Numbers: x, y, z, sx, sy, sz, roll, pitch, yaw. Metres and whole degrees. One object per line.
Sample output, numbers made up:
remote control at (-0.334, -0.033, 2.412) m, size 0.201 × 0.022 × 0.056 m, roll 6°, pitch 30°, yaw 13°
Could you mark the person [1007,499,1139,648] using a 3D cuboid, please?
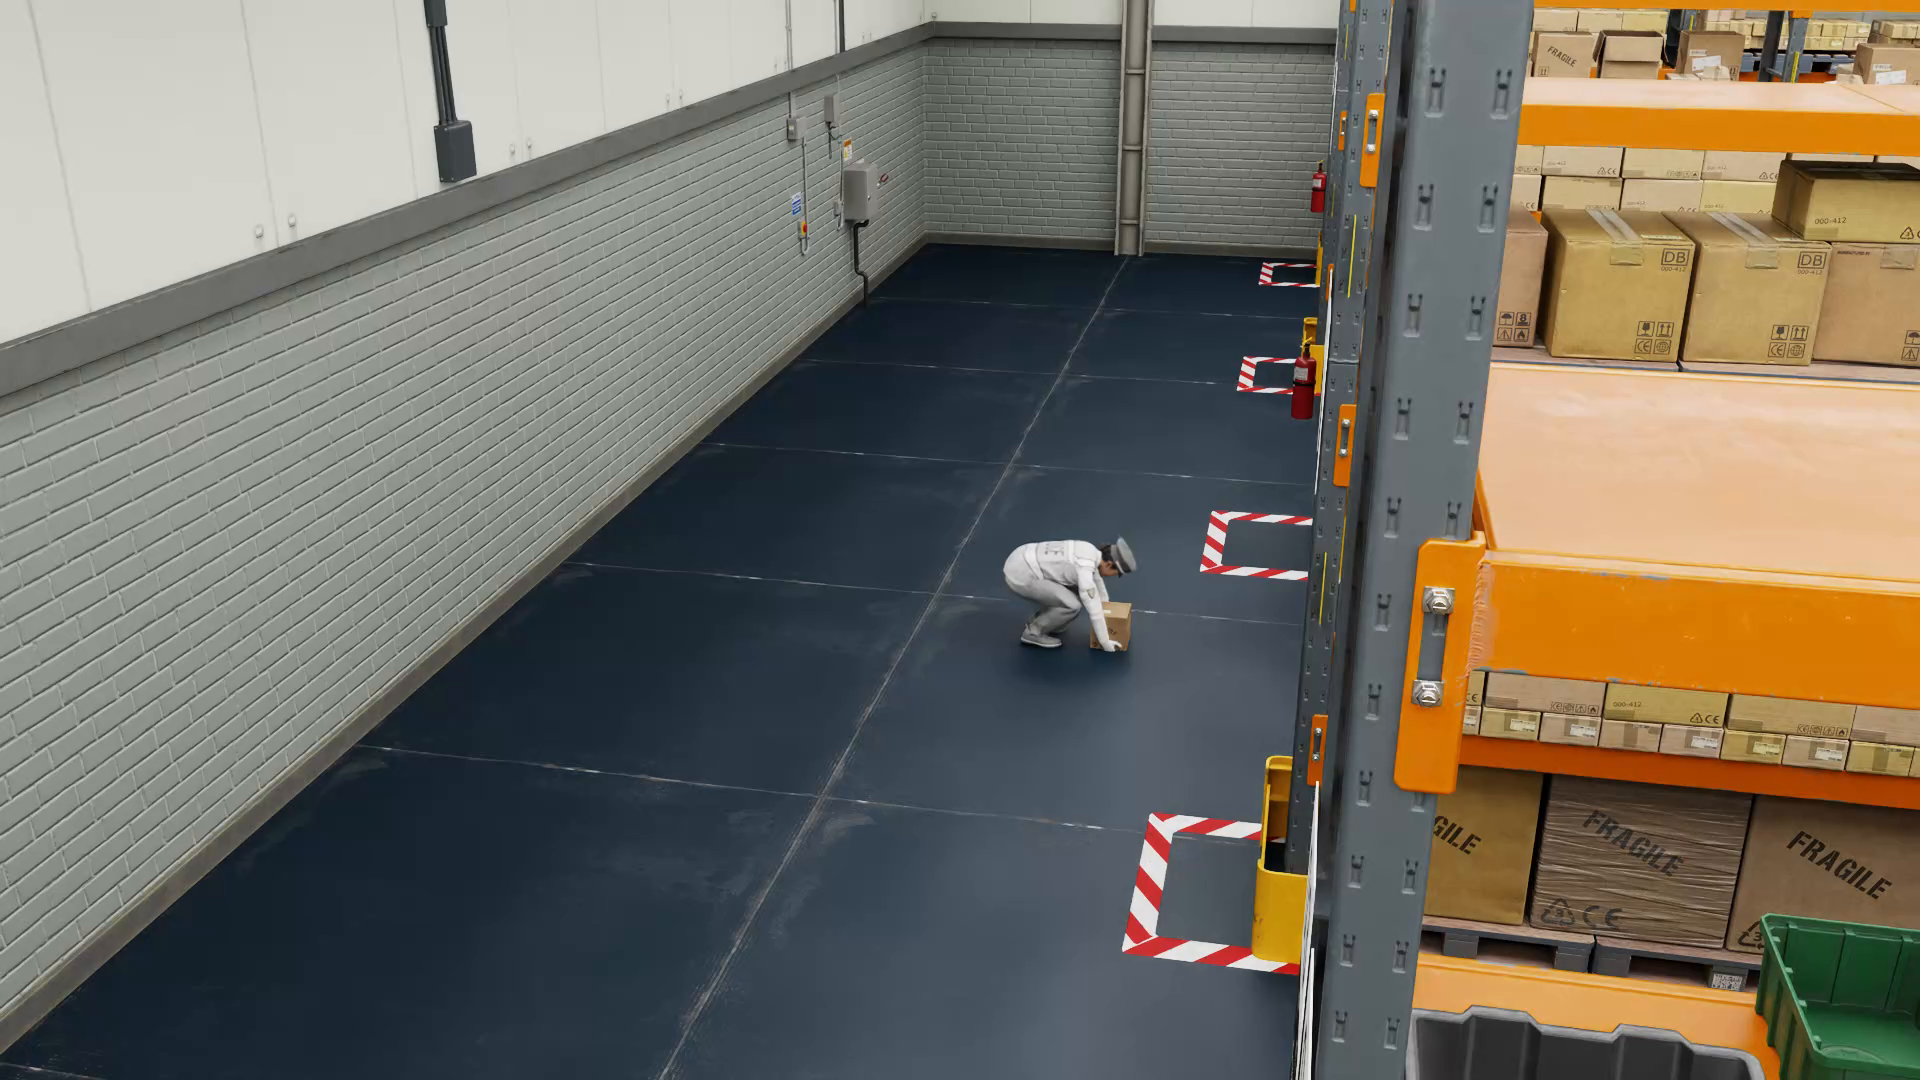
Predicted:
person at (0.774, 0.242, 11.417) m, size 0.893 × 0.972 × 0.444 m, roll 3°, pitch 22°, yaw 8°
